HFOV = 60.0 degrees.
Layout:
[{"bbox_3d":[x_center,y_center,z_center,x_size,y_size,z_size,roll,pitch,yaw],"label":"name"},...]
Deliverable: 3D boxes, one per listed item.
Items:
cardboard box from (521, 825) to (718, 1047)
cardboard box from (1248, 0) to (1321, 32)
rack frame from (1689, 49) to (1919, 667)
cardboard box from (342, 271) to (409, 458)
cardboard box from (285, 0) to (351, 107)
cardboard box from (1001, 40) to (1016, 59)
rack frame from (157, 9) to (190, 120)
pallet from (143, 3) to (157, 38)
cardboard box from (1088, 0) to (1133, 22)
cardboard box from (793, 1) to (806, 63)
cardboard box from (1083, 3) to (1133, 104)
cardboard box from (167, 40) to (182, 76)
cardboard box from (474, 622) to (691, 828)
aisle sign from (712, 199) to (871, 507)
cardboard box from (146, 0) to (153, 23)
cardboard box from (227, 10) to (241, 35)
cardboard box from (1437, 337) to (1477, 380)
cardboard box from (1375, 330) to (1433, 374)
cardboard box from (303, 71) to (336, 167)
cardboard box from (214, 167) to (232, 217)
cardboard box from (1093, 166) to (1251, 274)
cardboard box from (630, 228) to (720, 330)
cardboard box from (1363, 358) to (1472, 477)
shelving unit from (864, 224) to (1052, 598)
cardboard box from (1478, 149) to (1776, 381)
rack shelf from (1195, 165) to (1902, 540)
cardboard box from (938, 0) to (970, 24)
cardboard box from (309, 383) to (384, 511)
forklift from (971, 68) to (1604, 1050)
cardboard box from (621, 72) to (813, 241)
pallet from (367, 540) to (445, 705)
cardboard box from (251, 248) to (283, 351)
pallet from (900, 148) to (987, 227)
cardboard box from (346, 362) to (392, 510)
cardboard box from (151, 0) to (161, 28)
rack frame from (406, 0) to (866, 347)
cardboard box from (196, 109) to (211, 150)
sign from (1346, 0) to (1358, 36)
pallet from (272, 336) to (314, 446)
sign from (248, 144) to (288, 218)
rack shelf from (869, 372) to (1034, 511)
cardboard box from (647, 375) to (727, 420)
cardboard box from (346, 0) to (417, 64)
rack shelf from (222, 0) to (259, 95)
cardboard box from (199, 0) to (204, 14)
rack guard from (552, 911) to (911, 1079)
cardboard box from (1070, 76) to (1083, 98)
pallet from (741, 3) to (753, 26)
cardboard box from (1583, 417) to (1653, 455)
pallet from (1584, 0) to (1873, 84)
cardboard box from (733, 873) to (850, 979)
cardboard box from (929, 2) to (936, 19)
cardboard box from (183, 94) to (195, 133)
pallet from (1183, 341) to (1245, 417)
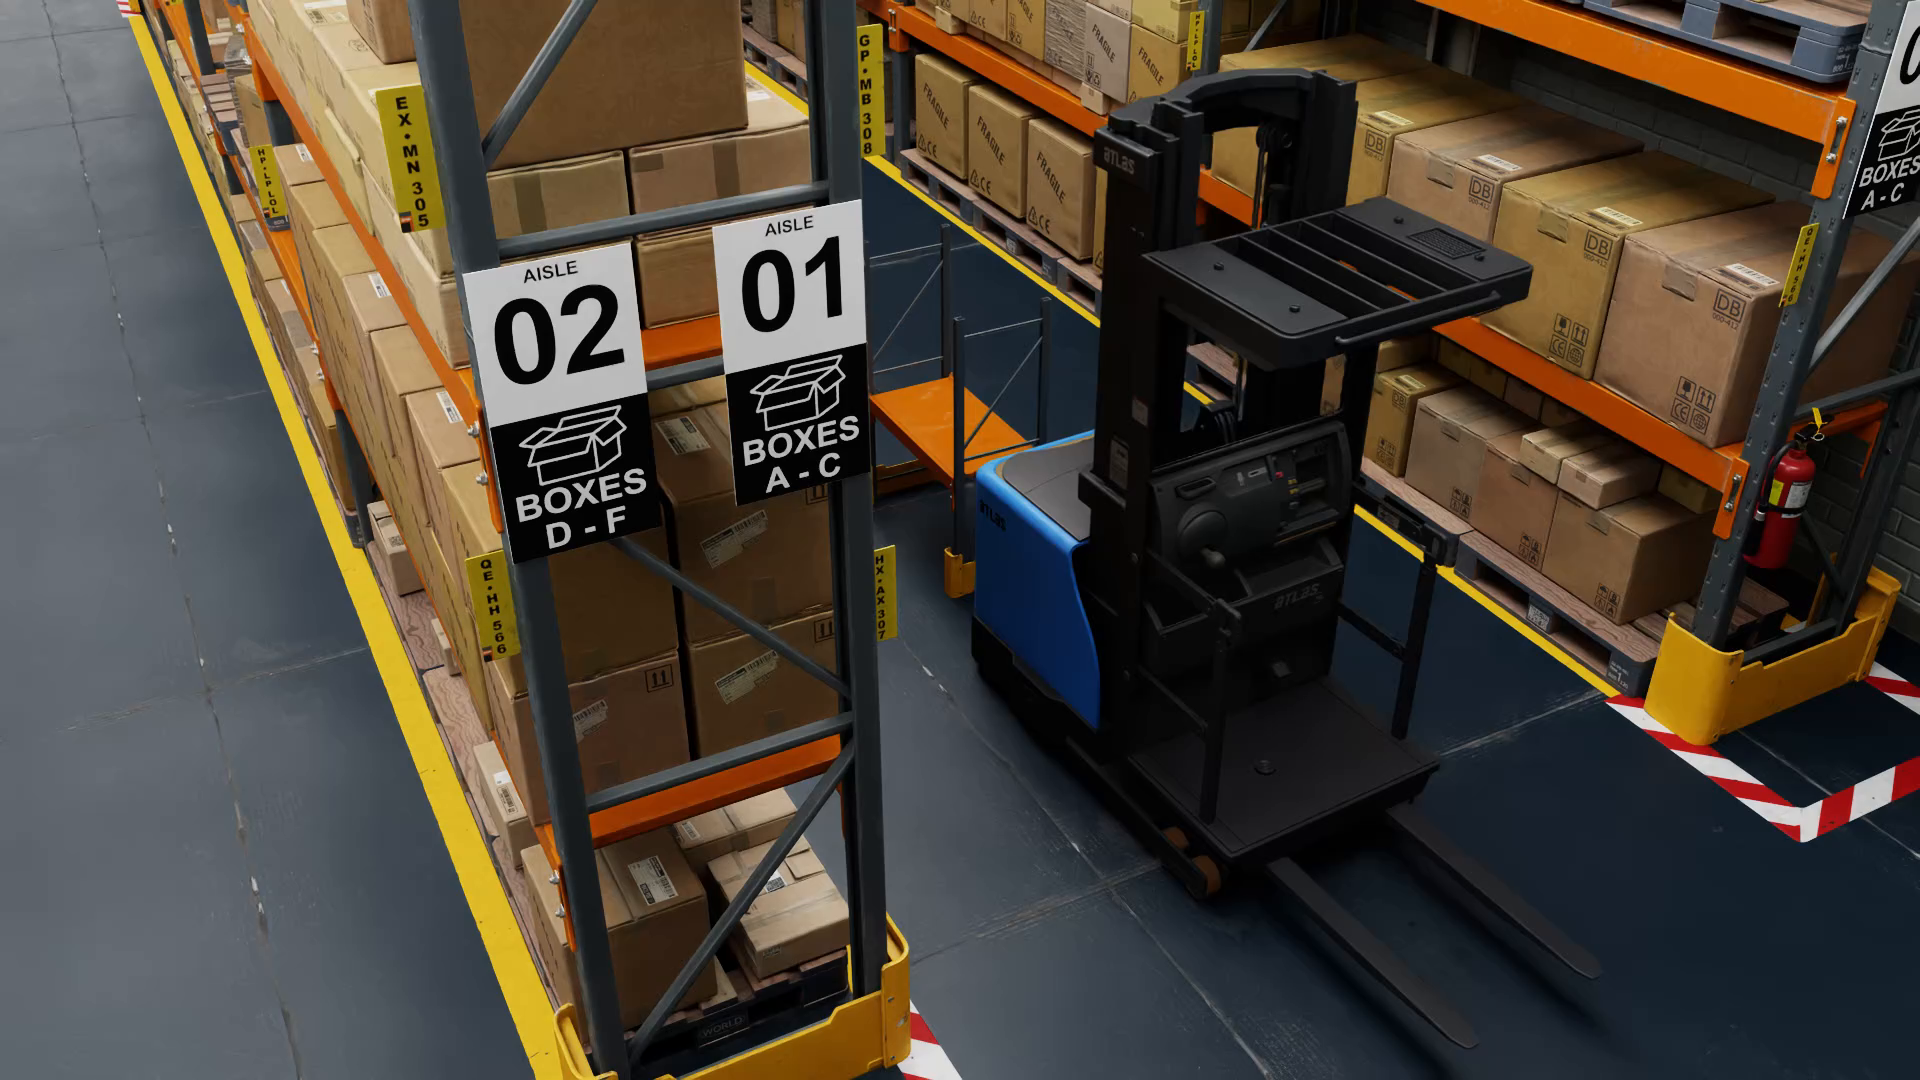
[{"bbox_3d":[-1.185,1.335,5.794,0.500,0.500,0.500,-16,36,-23],"label":"cardboard box"},{"bbox_3d":[1.818,-3.268,9.988,0.500,0.250,0.500,-15,35,-22],"label":"cardboard box"},{"bbox_3d":[3.667,-0.582,6.878,1.000,3.000,0.127,-16,36,-23],"label":"rack frame"},{"bbox_3d":[-1.886,-0.673,6.000,0.500,0.500,0.500,-15,35,-22],"label":"cardboard box"},{"bbox_3d":[-1.880,-1.641,5.426,0.500,0.250,0.500,-16,36,-23],"label":"cardboard box"},{"bbox_3d":[0.510,-3.480,11.616,0.380,0.149,0.250,-15,36,-22],"label":"cardboard box"},{"bbox_3d":[-6.308,-5.061,13.869,1.000,3.000,0.127,-16,36,-23],"label":"rack frame"},{"bbox_3d":[-7.780,-5.442,17.048,1.003,0.211,1.213,-16,36,-23],"label":"pallet"},{"bbox_3d":[1.128,-3.388,10.175,0.500,0.250,0.500,-15,36,-22],"label":"cardboard box"},{"bbox_3d":[-1.082,-4.607,15.069,0.700,0.500,0.500,-15,36,-23],"label":"cardboard box"},{"bbox_3d":[1.117,-3.065,10.366,0.500,0.500,0.500,-16,36,-23],"label":"cardboard box"},{"bbox_3d":[-6.336,-4.056,13.941,0.500,0.311,0.500,-16,36,-23],"label":"cardboard box"},{"bbox_3d":[-1.163,0.478,5.130,0.500,0.500,0.500,-15,35,-22],"label":"cardboard box"},{"bbox_3d":[-0.422,-0.470,4.294,0.394,0.787,0.004,-16,36,-23],"label":"aisle sign"},{"bbox_3d":[-7.651,-5.201,16.247,0.500,0.250,0.500,-16,36,-23],"label":"cardboard box"},{"bbox_3d":[-4.050,-3.099,10.324,0.500,0.500,0.700,27,41,35],"label":"cardboard box"},{"bbox_3d":[2.777,-1.005,8.864,0.380,0.149,0.250,-17,36,-24],"label":"cardboard box"},{"bbox_3d":[2.302,-1.047,8.931,0.380,0.149,0.250,-17,36,-24],"label":"cardboard box"},{"bbox_3d":[-1.873,-1.432,5.564,0.500,0.250,0.500,-16,36,-23],"label":"cardboard box"},{"bbox_3d":[-5.148,-2.606,12.197,0.500,0.250,0.500,-16,36,-24],"label":"cardboard box"},{"bbox_3d":[1.384,-2.040,10.757,0.750,0.750,0.750,-15,36,-23],"label":"cardboard box"},{"bbox_3d":[-0.728,-0.843,4.644,0.500,0.250,0.500,-16,36,-23],"label":"cardboard box"},{"bbox_3d":[2.529,-0.747,9.063,0.700,0.500,0.500,-15,36,-22],"label":"cardboard box"},{"bbox_3d":[-0.036,-0.668,8.402,0.587,1.500,1.083,-16,36,-23],"label":"shelving unit"},{"bbox_3d":[3.072,-1.294,7.711,0.980,0.700,0.700,-16,36,-23],"label":"cardboard box"},{"bbox_3d":[2.735,-1.234,8.562,1.077,0.370,4.000,-16,36,-23],"label":"rack shelf"},{"bbox_3d":[0.173,-4.027,11.868,0.500,0.500,0.500,-15,35,-22],"label":"cardboard box"},{"bbox_3d":[-3.062,-0.539,8.721,0.500,0.500,0.500,-16,36,-23],"label":"cardboard box"},{"bbox_3d":[1.237,-0.112,6.207,1.130,2.935,3.031,-18,37,-25],"label":"forklift"},{"bbox_3d":[-0.722,-1.055,4.512,0.500,0.250,0.500,-16,36,-23],"label":"cardboard box"},{"bbox_3d":[-2.259,0.259,8.150,1.003,0.211,1.213,-16,36,-23],"label":"pallet"},{"bbox_3d":[-4.005,-1.507,10.231,0.500,0.500,0.500,-16,36,-24],"label":"cardboard box"},{"bbox_3d":[0.238,-2.831,12.972,1.003,0.211,1.213,-16,36,-23],"label":"pallet"},{"bbox_3d":[-2.109,-0.491,6.643,0.500,0.500,0.500,-16,36,-23],"label":"cardboard box"},{"bbox_3d":[-7.177,-5.041,15.303,0.500,0.500,0.500,-16,36,-23],"label":"cardboard box"},{"bbox_3d":[-0.713,-1.860,3.312,1.000,3.000,0.127,-16,36,-23],"label":"rack frame"},{"bbox_3d":[-5.386,-3.083,12.422,0.500,0.311,0.500,-16,36,-23],"label":"cardboard box"},{"bbox_3d":[2.293,-3.029,9.822,0.100,0.325,0.005,-16,36,-23],"label":"sign"},{"bbox_3d":[-3.564,-1.031,10.163,1.003,0.211,1.213,-16,36,-23],"label":"pallet"},{"bbox_3d":[-3.068,-1.589,7.377,0.100,0.325,0.005,-16,36,-23],"label":"sign"},{"bbox_3d":[-0.040,-0.521,8.506,0.538,0.185,1.000,-16,36,-23],"label":"rack shelf"},{"bbox_3d":[-0.937,-0.323,5.454,0.500,0.500,0.500,-15,36,-23],"label":"cardboard box"},{"bbox_3d":[-1.453,-1.773,4.937,0.700,0.500,0.500,-16,36,-23],"label":"cardboard box"},{"bbox_3d":[-3.511,-3.158,8.785,1.077,0.370,4.000,-16,36,-23],"label":"rack shelf"},{"bbox_3d":[-5.485,-4.242,12.498,0.500,0.500,0.500,-16,36,-23],"label":"cardboard box"},{"bbox_3d":[-0.749,1.682,5.661,1.175,0.500,0.348,-16,36,-23],"label":"rack guard"},{"bbox_3d":[0.944,-2.978,10.832,0.380,0.149,0.250,-16,36,-23],"label":"cardboard box"},{"bbox_3d":[-2.272,-5.446,17.055,1.003,0.211,1.213,-16,36,-23],"label":"pallet"},{"bbox_3d":[3.251,-0.521,8.109,0.380,0.149,0.250,-16,36,-23],"label":"cardboard box"},{"bbox_3d":[3.312,-2.159,6.641,1.003,0.211,1.213,-16,36,-23],"label":"pallet"},{"bbox_3d":[-0.604,1.395,6.028,0.380,0.149,0.250,-16,36,-23],"label":"cardboard box"},{"bbox_3d":[-0.004,-3.965,12.372,0.380,0.149,0.250,-15,36,-22],"label":"cardboard box"},{"bbox_3d":[-6.102,-3.581,13.719,0.500,0.250,0.500,-15,36,-22],"label":"cardboard box"},{"bbox_3d":[2.088,-0.934,10.013,1.003,0.211,1.213,-16,36,-23],"label":"pallet"}]
